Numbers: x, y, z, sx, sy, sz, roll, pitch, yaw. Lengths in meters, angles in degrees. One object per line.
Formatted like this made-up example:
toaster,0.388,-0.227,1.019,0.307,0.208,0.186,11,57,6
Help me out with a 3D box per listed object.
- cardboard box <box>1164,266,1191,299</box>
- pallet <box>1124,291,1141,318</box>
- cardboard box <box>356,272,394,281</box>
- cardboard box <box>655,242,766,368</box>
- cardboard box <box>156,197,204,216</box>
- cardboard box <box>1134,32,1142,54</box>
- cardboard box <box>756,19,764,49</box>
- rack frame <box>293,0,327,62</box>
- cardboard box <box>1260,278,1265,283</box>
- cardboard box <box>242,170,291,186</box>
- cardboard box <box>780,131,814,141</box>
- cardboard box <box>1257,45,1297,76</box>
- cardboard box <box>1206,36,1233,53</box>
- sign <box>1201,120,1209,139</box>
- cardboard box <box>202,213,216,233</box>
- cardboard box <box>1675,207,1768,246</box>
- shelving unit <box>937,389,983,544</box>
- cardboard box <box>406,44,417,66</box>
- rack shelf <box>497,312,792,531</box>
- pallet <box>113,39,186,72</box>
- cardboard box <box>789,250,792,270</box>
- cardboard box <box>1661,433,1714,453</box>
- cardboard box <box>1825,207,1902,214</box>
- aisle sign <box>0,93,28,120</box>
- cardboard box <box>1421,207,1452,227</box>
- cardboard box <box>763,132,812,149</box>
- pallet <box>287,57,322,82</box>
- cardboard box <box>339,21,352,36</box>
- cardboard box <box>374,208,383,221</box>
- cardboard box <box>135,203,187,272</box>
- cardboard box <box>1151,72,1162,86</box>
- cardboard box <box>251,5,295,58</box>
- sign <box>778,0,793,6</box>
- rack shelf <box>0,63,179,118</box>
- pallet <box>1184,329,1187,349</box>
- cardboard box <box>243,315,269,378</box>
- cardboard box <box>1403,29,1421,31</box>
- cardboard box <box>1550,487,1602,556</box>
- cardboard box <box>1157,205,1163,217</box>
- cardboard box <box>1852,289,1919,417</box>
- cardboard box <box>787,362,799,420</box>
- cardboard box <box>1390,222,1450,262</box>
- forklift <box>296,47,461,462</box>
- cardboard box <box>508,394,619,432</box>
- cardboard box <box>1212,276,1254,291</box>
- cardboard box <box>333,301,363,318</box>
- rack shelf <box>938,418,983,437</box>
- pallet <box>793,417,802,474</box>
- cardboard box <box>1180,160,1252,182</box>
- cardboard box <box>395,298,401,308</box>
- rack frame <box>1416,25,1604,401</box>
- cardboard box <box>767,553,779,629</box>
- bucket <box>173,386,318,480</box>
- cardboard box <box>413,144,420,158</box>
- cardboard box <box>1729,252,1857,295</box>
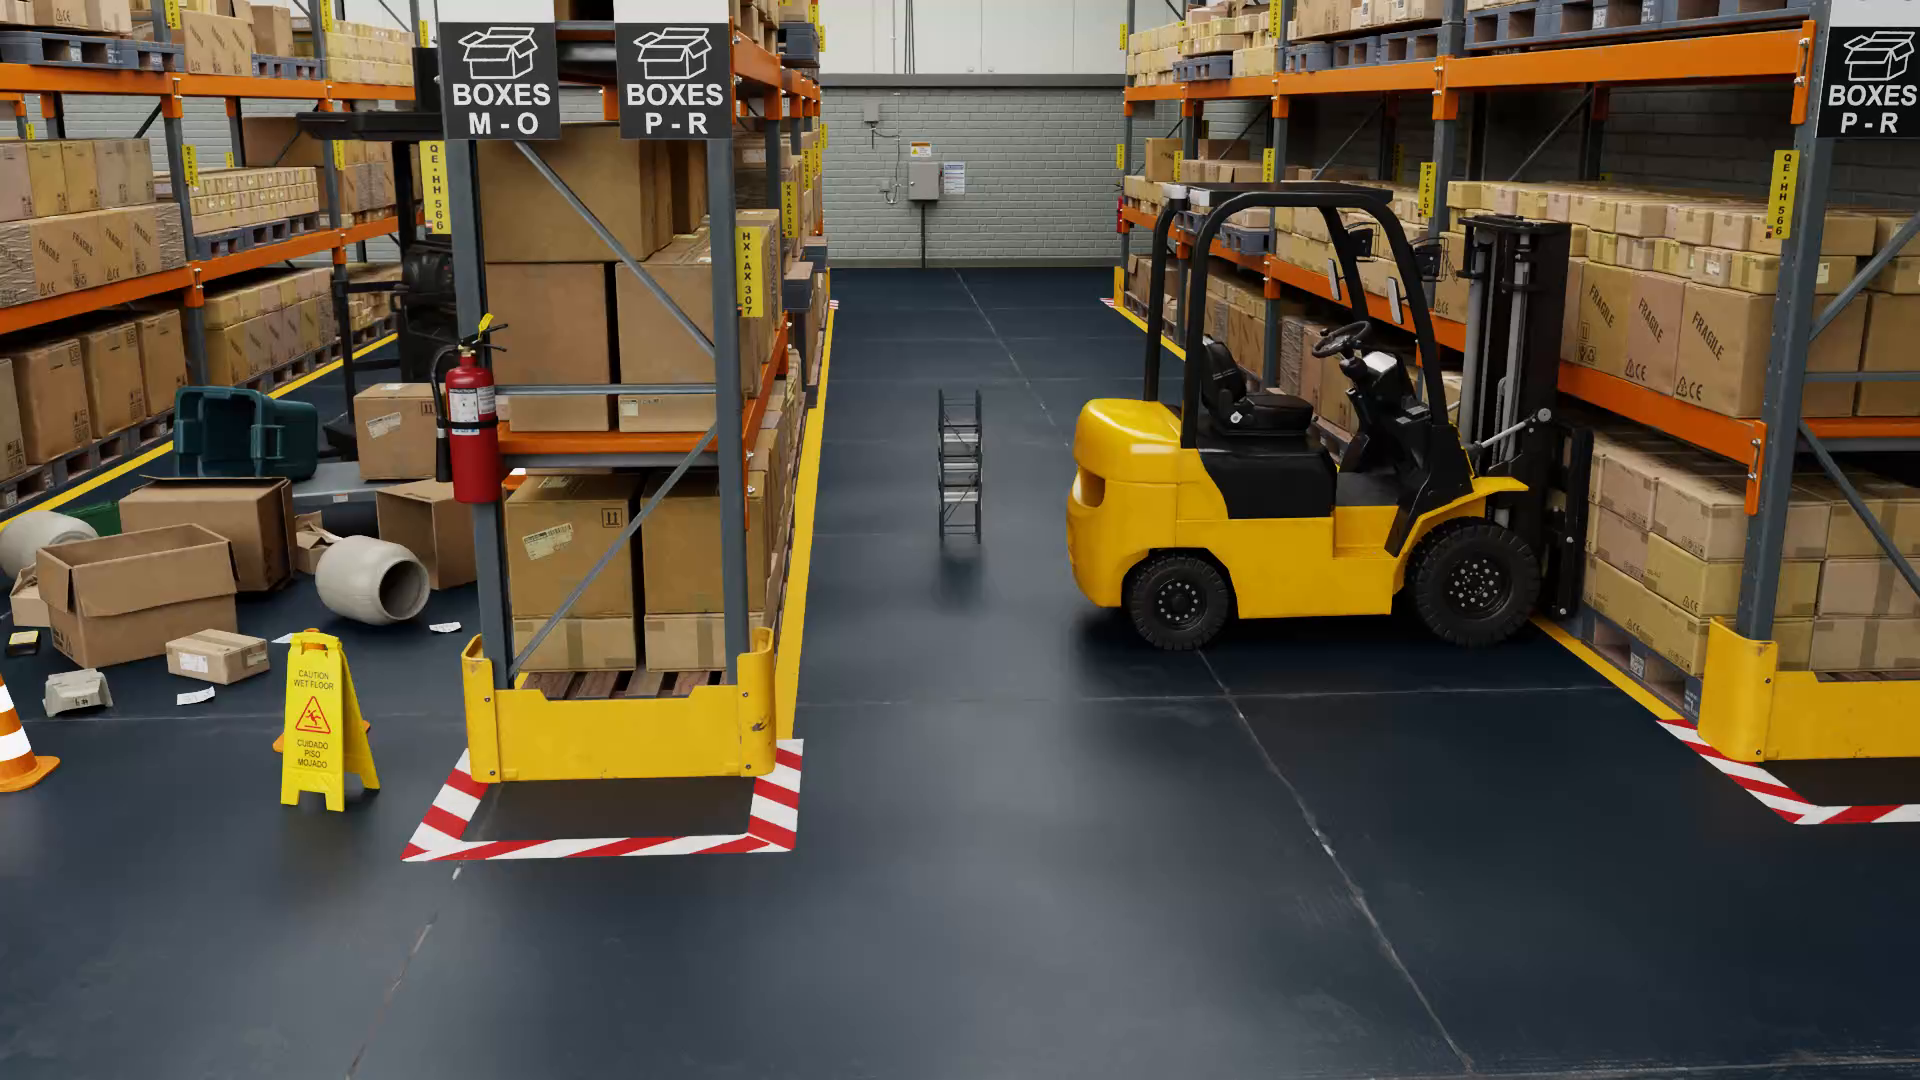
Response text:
cardboard box,2.669,-2.975,19.744,0.700,0.500,0.500,-1,14,-6
pallet,2.703,-3.040,21.417,1.003,0.211,1.213,-1,14,-3
cardboard box,-6.923,-3.087,19.689,0.380,0.149,0.250,-1,14,-5
cardboard box,-1.103,-0.994,7.072,0.500,0.500,0.500,0,14,-2
cardboard box,-6.575,-2.788,13.906,0.380,0.149,0.250,0,14,-1
cardboard box,2.437,-6.133,20.522,0.500,0.250,0.500,-1,14,-4
cardboard box,-1.189,-2.547,8.388,0.380,0.149,0.250,0,14,-2
rack frame,-6.993,-6.339,16.604,1.000,3.000,0.127,-1,14,-3
cardboard box,3.257,-2.574,16.883,0.380,0.149,0.250,0,14,-2
cardboard box,-6.725,-3.510,16.116,0.380,0.149,0.250,-1,14,-4
cardboard box,-1.846,-4.190,18.084,0.500,0.500,0.500,-1,14,-3
cardboard box,2.869,-4.122,14.307,0.500,0.250,0.500,-1,14,-5
cardboard box,2.589,-4.798,16.094,0.380,0.149,0.250,-1,14,-2
sign,3.203,-5.325,21.744,0.100,0.325,0.005,-1,14,-3
cardboard box,-6.588,-2.702,14.168,0.380,0.149,0.250,0,14,-1
cardboard box,3.317,-1.346,7.139,0.380,0.149,0.250,-1,14,-2
shelving unit,0.000,-0.438,9.922,0.258,0.900,0.210,-1,14,-3
cardboard box,-6.958,-5.940,20.370,0.500,0.250,0.500,-1,14,-5
rack shelf,-1.439,-0.700,8.170,1.077,0.370,4.000,-1,14,-3
pallet,-6.652,-3.641,12.515,1.213,0.211,1.003,0,14,-1
cardboard box,-1.288,-1.832,10.787,0.380,0.149,0.250,-1,14,-2
cardboard box,3.743,-0.355,8.057,0.500,0.250,0.500,-1,14,-4
cardboard box,3.818,-1.353,7.165,0.380,0.149,0.250,-1,14,-2
aisle sign,-11.902,-5.658,20.781,0.394,0.787,0.004,-1,14,-3
cardboard box,3.148,-2.067,10.538,0.380,0.149,0.250,0,14,-2
cardboard box,-1.741,-3.832,16.692,0.500,0.500,0.500,-1,14,-2
pallet,-7.061,-4.640,16.398,1.213,0.211,1.003,-1,14,-3
cardboard box,-6.795,-5.520,17.938,0.380,0.149,0.250,-1,14,-5
cardboard box,-6.814,-3.714,18.946,0.380,0.149,0.250,0,14,-1
cardboard box,-6.449,-2.379,13.053,0.500,0.500,0.500,-1,14,-3
cardboard box,2.453,-5.411,19.521,0.380,0.149,0.250,-1,14,-2
cardboard box,-7.079,-5.042,16.540,0.700,0.500,0.500,-1,14,-3
sign,-1.022,-3.259,9.615,0.100,0.325,0.005,-1,14,-3
rack shelf,-6.621,-3.046,11.267,1.077,0.370,4.000,-1,14,-3
pallet,2.984,-2.060,17.611,1.003,0.211,1.213,-1,14,-3
cardboard box,-6.569,-1.736,14.929,0.500,0.500,0.500,-1,14,-3
cardboard box,3.351,-3.681,11.718,0.380,0.166,0.250,-1,14,-3
cardboard box,3.223,-0.111,8.111,0.500,0.250,0.500,-1,14,-5
cardboard box,2.512,-3.824,19.372,0.380,0.149,0.250,-1,14,-4
cardboard box,3.885,-0.804,6.931,0.500,0.500,0.500,0,14,-2
cardboard box,-1.732,-1.147,12.895,0.950,0.372,0.625,-1,14,-5
cardboard box,3.105,-1.911,10.730,0.500,0.250,0.500,-1,14,-5
forklift,-3.793,-1.859,11.370,3.031,2.935,1.130,-12,19,-40
cardboard box,-1.552,-0.519,6.527,0.380,0.149,0.250,0,14,-2
cardboard box,2.804,-2.627,17.088,0.380,0.149,0.250,-1,14,-4
cardboard box,-6.696,-2.495,17.987,0.380,0.149,0.250,0,14,-1
rack shelf,0.000,-0.667,9.863,0.258,0.077,0.200,-1,14,-3
pallet,-1.691,-0.693,12.295,1.003,0.211,1.213,-1,14,-3
cardboard box,2.702,-3.741,17.501,0.700,0.500,0.500,-1,14,-2
cardboard box,-6.849,-2.802,19.775,0.380,0.149,0.250,-1,14,-2
rack frame,3.391,-1.623,10.314,1.000,3.000,0.127,-1,14,-3
cardboard box,-1.113,0.246,7.727,0.500,0.250,0.500,0,14,-1
bucket,-4.188,-0.596,9.844,0.726,0.611,0.620,4,5,16
cardboard box,-6.964,-4.995,20.616,0.500,0.500,0.500,-1,14,-5
cardboard box,3.338,-1.073,6.673,0.380,0.149,0.250,-1,14,-3
